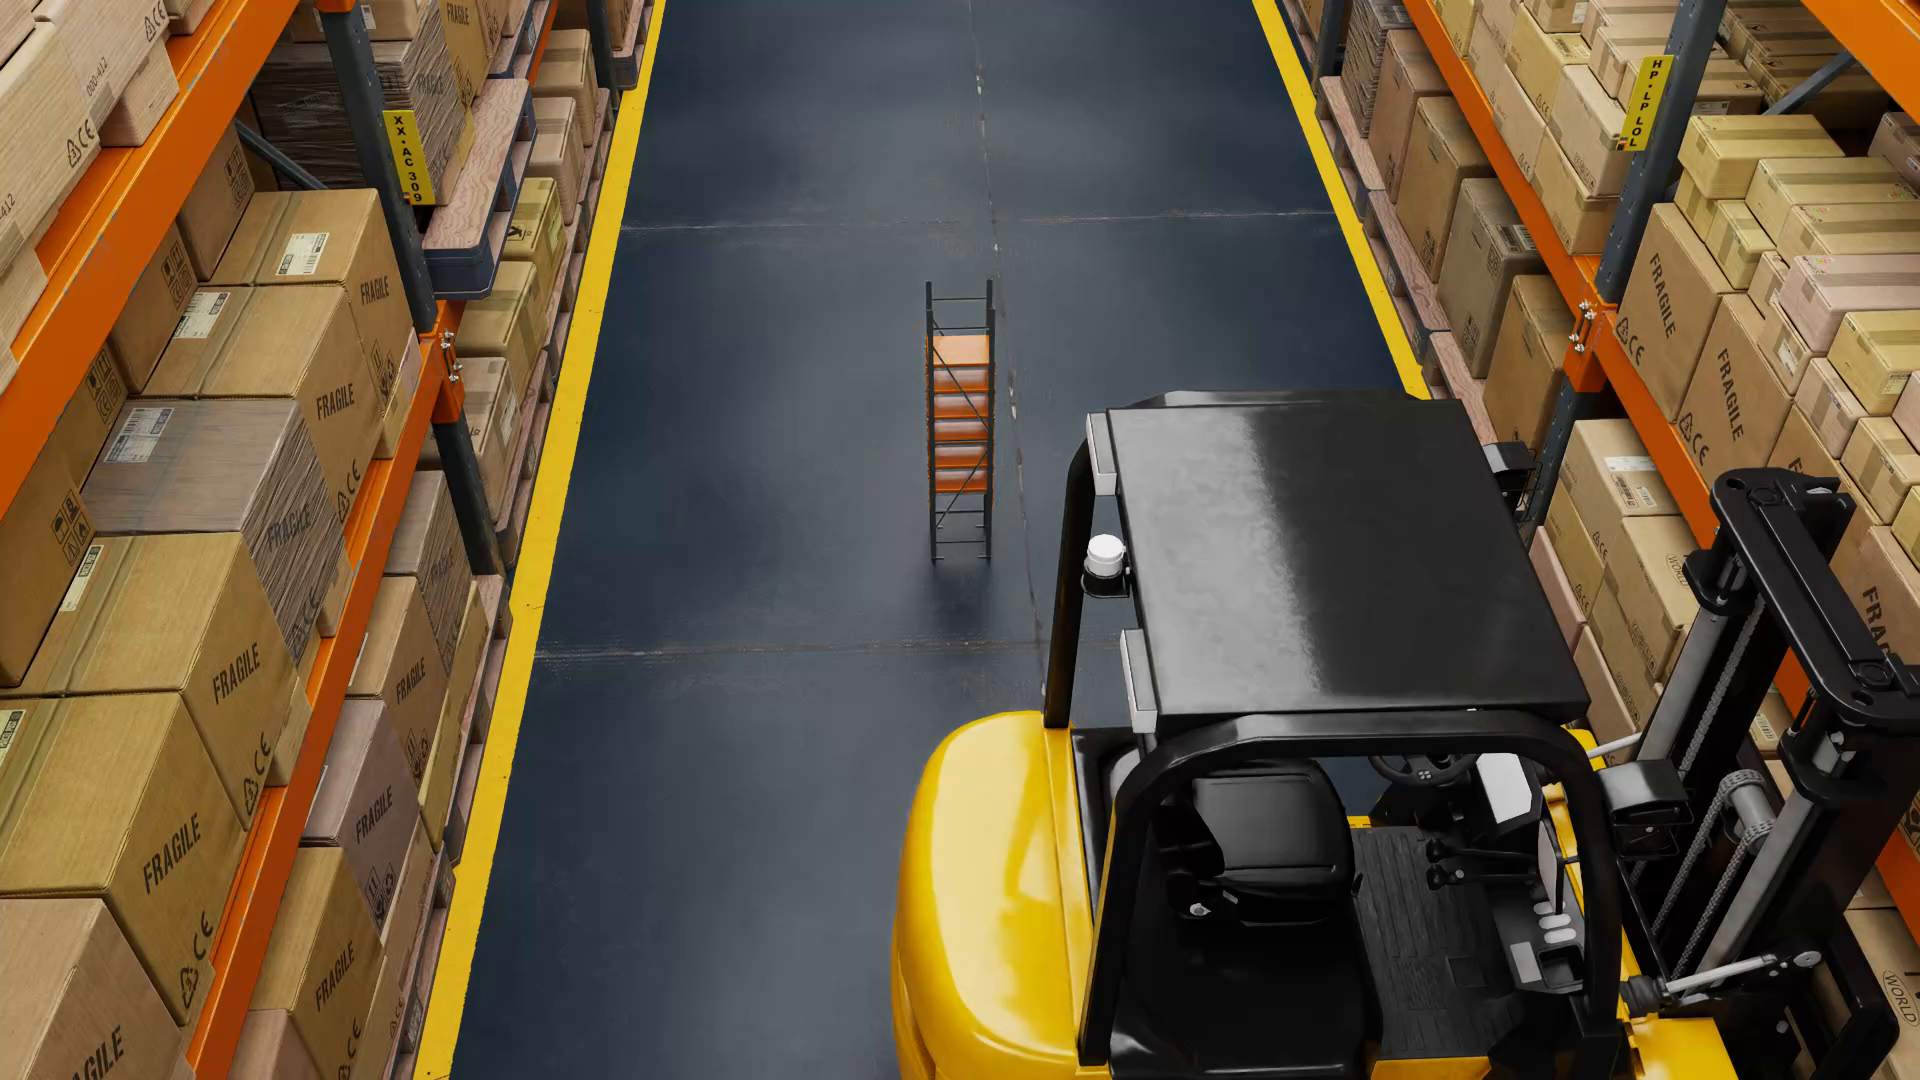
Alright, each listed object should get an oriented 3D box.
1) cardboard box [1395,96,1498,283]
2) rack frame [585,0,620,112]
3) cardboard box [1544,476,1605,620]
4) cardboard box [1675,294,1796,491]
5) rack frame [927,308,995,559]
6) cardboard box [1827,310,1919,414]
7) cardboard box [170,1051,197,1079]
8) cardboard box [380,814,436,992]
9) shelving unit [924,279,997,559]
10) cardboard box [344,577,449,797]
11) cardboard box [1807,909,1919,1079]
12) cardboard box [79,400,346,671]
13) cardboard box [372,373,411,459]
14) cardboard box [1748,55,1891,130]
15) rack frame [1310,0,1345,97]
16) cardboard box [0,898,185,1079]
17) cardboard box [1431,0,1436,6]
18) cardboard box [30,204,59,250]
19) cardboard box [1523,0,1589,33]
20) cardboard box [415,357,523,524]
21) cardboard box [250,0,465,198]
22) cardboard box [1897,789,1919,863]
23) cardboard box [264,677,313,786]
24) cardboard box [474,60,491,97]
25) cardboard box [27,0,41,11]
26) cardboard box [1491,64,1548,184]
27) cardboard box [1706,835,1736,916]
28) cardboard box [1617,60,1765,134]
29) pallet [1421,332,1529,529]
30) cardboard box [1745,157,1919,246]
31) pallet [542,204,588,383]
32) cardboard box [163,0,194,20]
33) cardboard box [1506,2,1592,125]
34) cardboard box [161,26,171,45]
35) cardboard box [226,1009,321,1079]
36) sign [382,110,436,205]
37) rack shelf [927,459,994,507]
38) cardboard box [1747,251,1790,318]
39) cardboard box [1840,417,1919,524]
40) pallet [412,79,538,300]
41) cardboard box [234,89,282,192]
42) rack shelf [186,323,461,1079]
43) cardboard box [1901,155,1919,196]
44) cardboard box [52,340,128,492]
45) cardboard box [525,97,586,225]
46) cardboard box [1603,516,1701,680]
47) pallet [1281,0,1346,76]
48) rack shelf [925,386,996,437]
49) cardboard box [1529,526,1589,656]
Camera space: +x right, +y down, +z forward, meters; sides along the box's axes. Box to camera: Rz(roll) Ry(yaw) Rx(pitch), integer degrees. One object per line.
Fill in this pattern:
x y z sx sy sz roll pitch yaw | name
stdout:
2.603 -1.658 7.786 0.875 0.625 0.625 -3 43 -4 | cardboard box
-2.433 -3.551 8.404 1.000 3.000 0.127 -2 43 -2 | rack frame
2.408 0.015 5.868 0.500 0.250 0.500 -2 43 -2 | cardboard box
2.493 -0.374 4.864 0.500 0.500 0.500 -1 43 -1 | cardboard box
0.005 -0.371 6.267 0.240 1.200 0.006 -2 43 -2 | rack frame
2.481 -0.460 4.258 0.380 0.149 0.250 -2 43 -2 | cardboard box
-1.821 1.183 3.425 0.380 0.149 0.250 -1 43 -1 | cardboard box
-1.920 1.103 5.051 0.500 0.250 0.500 -1 43 -1 | cardboard box
0.001 -0.433 6.334 0.258 1.200 0.189 -2 43 -2 | shelving unit
-1.946 0.467 5.190 0.500 0.500 0.500 -1 43 -1 | cardboard box
2.476 1.209 4.196 0.500 0.250 0.500 -1 43 -1 | cardboard box
-1.940 -0.006 4.243 0.500 0.500 0.500 -1 43 -1 | cardboard box
-1.927 -0.381 5.132 0.380 0.149 0.250 -1 43 -1 | cardboard box
2.895 -1.515 5.628 0.380 0.149 0.250 -3 43 -3 | cardboard box
2.526 -3.696 8.562 1.000 3.000 0.127 -2 43 -2 | rack frame
-1.861 1.026 3.116 0.500 0.500 0.500 0 43 0 | cardboard box
2.346 -2.646 7.528 0.500 0.250 0.500 -3 43 -3 | cardboard box
-1.974 -0.613 3.165 0.380 0.149 0.250 -2 43 -2 | cardboard box
2.329 -2.010 6.168 0.380 0.149 0.250 -3 43 -3 | cardboard box
-2.288 -0.390 6.590 0.950 0.372 0.625 -1 43 -1 | cardboard box
-1.996 -1.476 5.536 0.500 0.500 0.500 -1 43 -1 | cardboard box
2.548 0.647 3.750 0.500 0.500 0.500 -2 43 -3 | cardboard box
-1.870 0.483 4.189 0.380 0.149 0.250 -1 43 -1 | cardboard box
-2.030 -1.827 6.399 0.380 0.149 0.250 -1 43 -1 | cardboard box
-1.909 -1.076 3.079 0.380 0.149 0.250 -1 43 -1 | cardboard box
2.386 -1.612 6.400 0.500 0.250 0.500 -2 43 -2 | cardboard box
2.462 1.035 4.755 0.500 0.250 0.500 -2 43 -2 | cardboard box
2.460 -1.495 5.607 0.380 0.149 0.250 0 43 0 | cardboard box
2.626 -0.464 7.099 1.003 0.211 1.213 -2 43 -2 | pallet
2.532 -0.984 4.829 0.380 0.149 0.250 -1 43 -1 | cardboard box
-2.352 -1.173 7.874 1.003 0.211 1.213 -2 43 -2 | pallet
-1.953 -1.379 3.705 0.500 0.250 0.500 -2 43 -2 | cardboard box
2.391 -1.795 6.230 0.500 0.250 0.500 -3 43 -3 | cardboard box
-2.024 -1.142 3.741 0.380 0.149 0.250 -3 43 -3 | cardboard box
-1.879 1.511 4.051 0.500 0.500 0.500 -3 43 -3 | cardboard box
-1.721 -1.190 5.188 0.100 0.325 0.005 -2 43 -2 | sign
0.001 -0.223 6.526 0.258 0.103 0.180 -2 43 -2 | rack shelf
2.498 -0.699 4.738 0.380 0.149 0.250 -2 43 -2 | cardboard box
2.472 -0.183 4.176 0.380 0.149 0.250 -3 43 -3 | cardboard box
-2.150 -1.300 6.090 1.003 0.211 1.213 -2 43 -2 | pallet
-2.512 -1.457 5.515 0.500 0.500 0.500 -2 43 -3 | cardboard box
-2.178 0.765 4.228 1.077 0.370 4.000 -2 43 -2 | rack shelf
2.981 -1.003 4.851 0.380 0.149 0.250 -3 43 -3 | cardboard box
-2.467 -0.377 3.907 0.700 0.500 0.500 -3 43 -3 | cardboard box
-2.379 -1.857 8.190 0.950 0.372 0.625 -2 43 -3 | cardboard box
2.415 0.176 5.322 0.500 0.250 0.500 -2 43 -2 | cardboard box
2.532 -3.173 10.055 1.003 0.211 1.213 -2 43 -2 | pallet
0.001 -0.488 6.283 0.258 0.103 0.180 -2 43 -2 | rack shelf
2.386 0.200 6.036 0.500 0.250 0.500 -1 43 -1 | cardboard box
